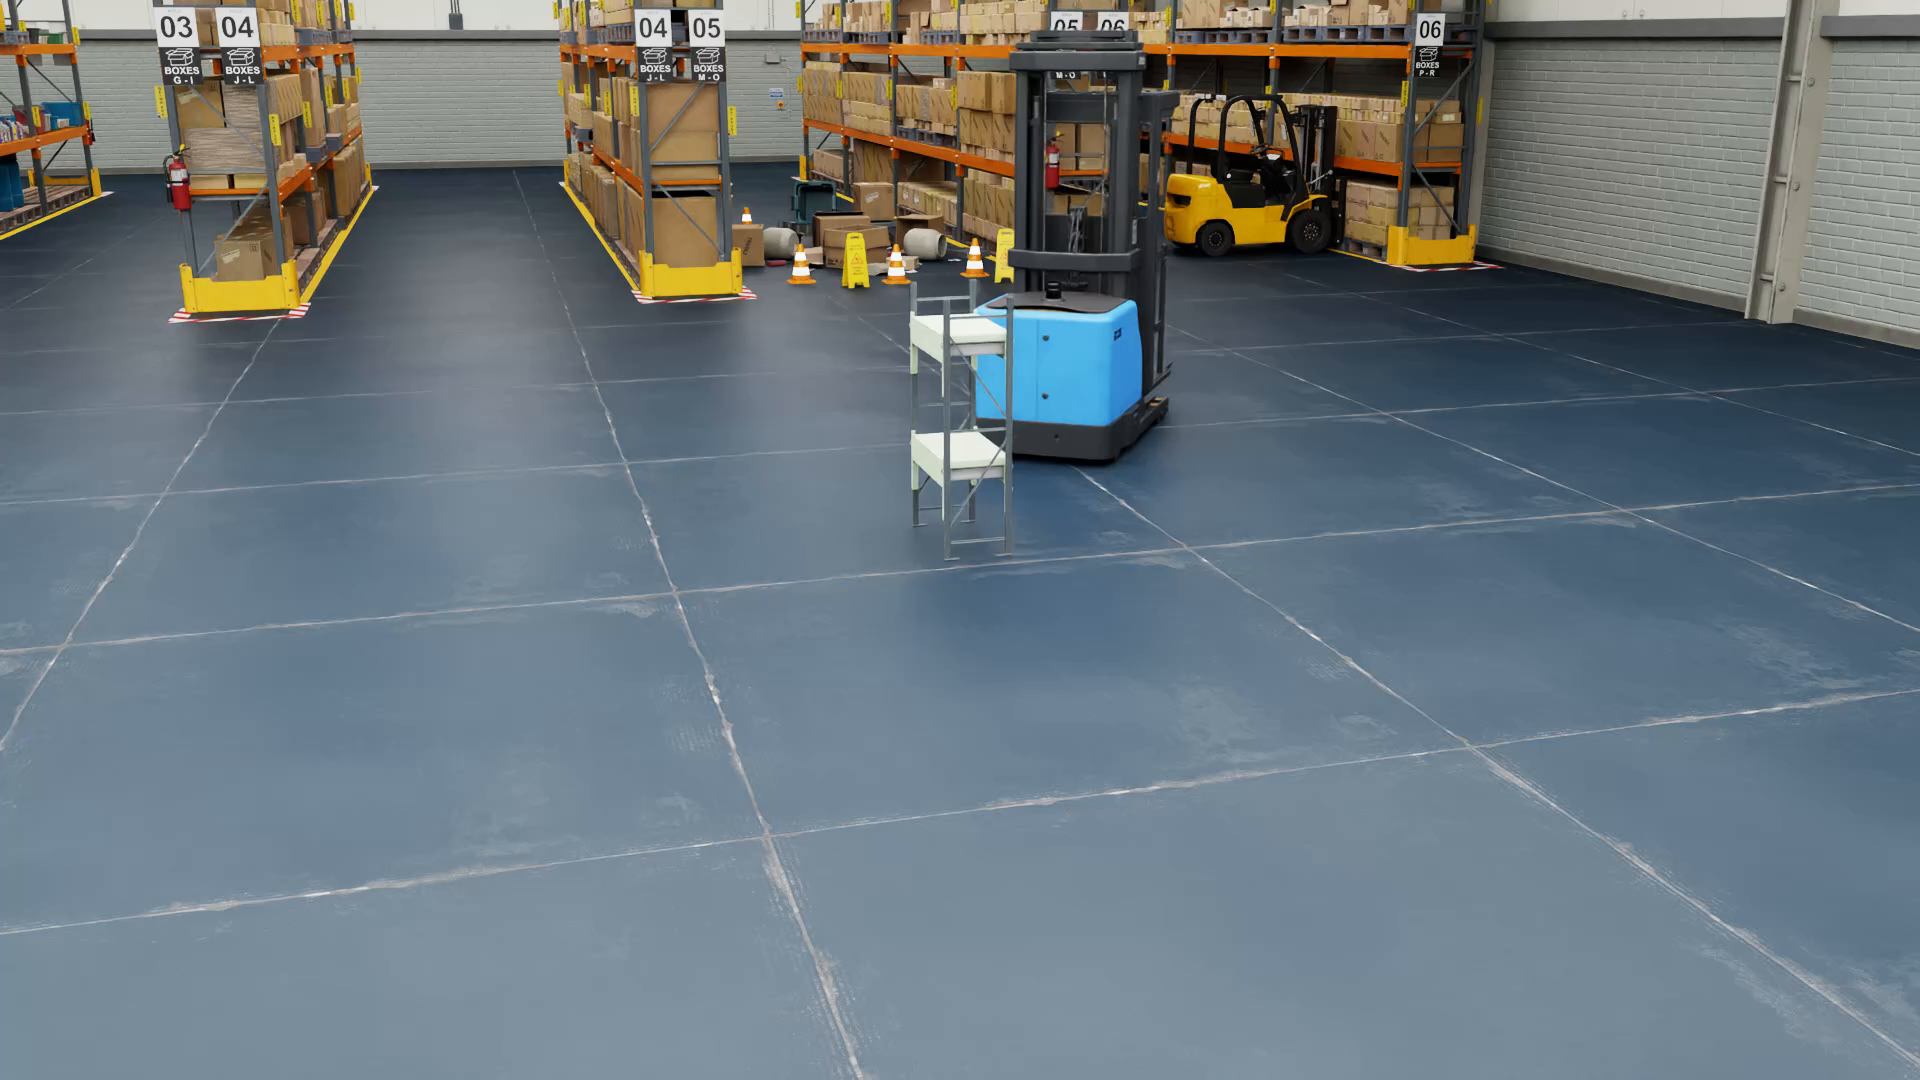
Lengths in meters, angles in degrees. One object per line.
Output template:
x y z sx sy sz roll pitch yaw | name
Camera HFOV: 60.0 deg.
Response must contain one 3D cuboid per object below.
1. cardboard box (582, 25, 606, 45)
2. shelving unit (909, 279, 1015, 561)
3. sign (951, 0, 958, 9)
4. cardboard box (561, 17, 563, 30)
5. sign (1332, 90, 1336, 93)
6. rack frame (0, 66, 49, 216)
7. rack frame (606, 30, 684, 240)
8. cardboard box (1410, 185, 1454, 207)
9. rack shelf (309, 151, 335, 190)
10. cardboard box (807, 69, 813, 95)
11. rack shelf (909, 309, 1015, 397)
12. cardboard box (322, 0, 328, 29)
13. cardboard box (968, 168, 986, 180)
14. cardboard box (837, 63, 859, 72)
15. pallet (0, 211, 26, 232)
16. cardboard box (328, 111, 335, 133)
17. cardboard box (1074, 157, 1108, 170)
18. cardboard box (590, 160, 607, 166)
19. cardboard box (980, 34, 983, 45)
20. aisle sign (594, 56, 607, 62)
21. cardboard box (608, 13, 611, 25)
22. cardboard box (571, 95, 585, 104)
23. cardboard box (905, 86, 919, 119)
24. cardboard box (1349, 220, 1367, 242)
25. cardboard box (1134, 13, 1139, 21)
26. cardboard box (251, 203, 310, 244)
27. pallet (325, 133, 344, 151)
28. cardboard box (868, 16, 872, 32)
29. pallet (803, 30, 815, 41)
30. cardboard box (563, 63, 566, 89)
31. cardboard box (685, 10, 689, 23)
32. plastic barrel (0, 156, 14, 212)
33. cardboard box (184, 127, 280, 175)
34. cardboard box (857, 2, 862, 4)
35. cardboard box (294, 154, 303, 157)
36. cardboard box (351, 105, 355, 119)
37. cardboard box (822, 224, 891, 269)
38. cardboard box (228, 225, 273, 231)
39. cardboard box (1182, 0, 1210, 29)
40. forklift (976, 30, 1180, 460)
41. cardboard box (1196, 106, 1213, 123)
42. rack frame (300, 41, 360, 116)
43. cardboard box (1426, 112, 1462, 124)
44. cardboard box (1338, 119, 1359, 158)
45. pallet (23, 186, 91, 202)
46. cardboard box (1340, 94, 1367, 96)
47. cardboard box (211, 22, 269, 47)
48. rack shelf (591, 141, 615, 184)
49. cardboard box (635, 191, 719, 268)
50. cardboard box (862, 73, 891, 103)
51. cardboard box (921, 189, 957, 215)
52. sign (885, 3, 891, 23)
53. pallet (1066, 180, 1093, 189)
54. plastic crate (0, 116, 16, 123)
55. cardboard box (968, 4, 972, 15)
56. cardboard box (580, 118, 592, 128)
-5.780 -8.204 26.663 0.500 0.500 0.500 -5 17 -15 | cardboard box
0.002 -0.716 9.730 0.431 1.500 0.755 -5 17 -15 | shelving unit
-0.081 -7.723 23.650 0.100 0.325 0.005 -5 17 -15 | sign
-7.435 -9.972 32.113 0.500 0.250 0.500 -4 17 -15 | cardboard box
5.756 -6.785 25.684 0.100 0.325 0.005 -5 17 -15 | sign
-16.038 -6.933 27.817 1.000 3.000 0.127 -5 17 -15 | rack frame
-4.280 -5.475 22.966 1.000 3.000 0.127 -5 17 -15 | rack frame
6.372 -4.693 22.672 0.500 0.250 0.500 -5 17 -16 | cardboard box
-9.626 -5.320 23.699 1.077 0.370 4.000 -5 17 -15 | rack shelf
-2.839 -9.443 34.263 0.500 0.500 0.500 -5 17 -17 | cardboard box
0.002 -1.090 9.618 0.431 0.370 0.720 -5 17 -15 | rack shelf
-11.548 -9.269 29.305 0.700 0.500 0.500 -6 18 -19 | cardboard box
0.331 -5.225 23.751 0.380 0.149 0.250 -4 17 -14 | cardboard box
-2.137 -9.005 31.677 0.380 0.149 0.250 -5 17 -16 | cardboard box
-15.527 -5.042 26.371 1.003 0.211 1.213 -5 17 -15 | pallet
-10.048 -6.422 25.942 0.500 0.500 0.500 -4 17 -14 | cardboard box
1.657 -4.778 21.082 0.380 0.149 0.250 -5 17 -15 | cardboard box
-5.819 -6.113 27.402 0.500 0.250 0.500 -5 17 -17 | cardboard box
0.494 -6.969 23.160 0.380 0.149 0.250 -5 17 -15 | cardboard box
-7.309 -10.084 33.789 0.394 0.787 0.004 -5 17 -15 | aisle sign
-4.367 -6.773 21.603 0.380 0.149 0.250 -5 17 -15 | cardboard box
-6.525 -7.621 28.782 0.380 0.149 0.250 -5 17 -16 | cardboard box
-0.596 -7.106 26.975 0.500 0.500 0.500 -4 17 -12 | cardboard box
5.762 -4.309 23.134 0.500 0.250 0.500 -5 17 -15 | cardboard box
3.388 -9.523 30.279 0.380 0.149 0.250 -5 17 -15 | cardboard box
-9.225 -4.296 22.621 0.700 0.500 0.500 -6 18 -20 | cardboard box
-9.878 -5.937 24.837 1.213 0.211 1.003 -5 17 -15 | pallet
-1.363 -8.928 28.749 0.396 0.266 0.258 -5 17 -17 | cardboard box
-2.632 -10.404 34.313 1.003 0.211 1.213 -5 17 -15 | pallet
-7.443 -9.034 32.384 0.500 0.500 0.500 -5 17 -16 | cardboard box
-2.967 -6.055 19.213 0.380 0.149 0.250 -5 17 -15 | cardboard box
-15.710 -5.781 26.901 0.600 0.901 0.708 -5 17 -15 | plastic barrel
-8.102 -4.350 18.527 0.875 0.500 0.500 -5 17 -15 | cardboard box
-1.707 -10.020 31.805 0.500 0.500 0.500 -4 17 -14 | cardboard box
-8.675 -4.885 21.437 0.380 0.149 0.250 -5 17 -15 | cardboard box
-11.560 -7.963 30.992 0.500 0.250 0.500 -5 17 -15 | cardboard box
-1.366 -3.878 21.989 0.637 0.503 0.797 11 20 32 | cardboard box
-8.484 -3.520 20.072 0.500 0.500 0.500 -3 17 -10 | cardboard box
4.089 -8.909 28.104 0.500 0.500 0.500 -5 17 -15 | cardboard box
1.017 -2.344 12.660 1.130 2.935 3.031 6 18 18 | forklift
4.274 -7.135 27.884 0.500 0.250 0.500 -5 17 -17 | cardboard box
-12.375 -8.431 32.804 1.000 3.000 0.127 -5 17 -15 | rack frame
6.479 -5.655 22.262 0.380 0.149 0.250 -5 17 -17 | cardboard box
5.660 -5.631 23.310 0.500 0.500 0.500 -5 17 -16 | cardboard box
-16.947 -6.472 31.132 1.003 0.211 1.213 -5 17 -15 | pallet
5.845 -6.516 24.611 0.380 0.149 0.250 -5 17 -16 | cardboard box
-7.861 -5.523 18.172 0.500 0.250 0.500 -4 17 -14 | cardboard box
-4.830 -5.684 24.912 1.077 0.370 4.000 -5 17 -15 | rack shelf
-3.431 -3.735 20.135 0.875 0.875 0.875 -5 17 -15 | cardboard box
-1.452 -8.070 29.692 0.500 0.500 0.500 -5 17 -16 | cardboard box
-0.088 -5.373 26.463 0.950 0.372 0.625 -4 17 -13 | cardboard box
-1.183 -8.682 27.390 0.100 0.325 0.005 -5 17 -15 | sign
2.837 -7.356 34.073 1.003 0.211 1.213 -5 17 -15 | pallet
-16.941 -7.446 29.713 0.416 0.233 0.300 -5 17 -15 | plastic crate
0.324 -7.410 23.244 0.380 0.149 0.250 -4 17 -14 | cardboard box
-5.957 -6.763 26.959 0.380 0.149 0.250 -4 17 -14 | cardboard box
